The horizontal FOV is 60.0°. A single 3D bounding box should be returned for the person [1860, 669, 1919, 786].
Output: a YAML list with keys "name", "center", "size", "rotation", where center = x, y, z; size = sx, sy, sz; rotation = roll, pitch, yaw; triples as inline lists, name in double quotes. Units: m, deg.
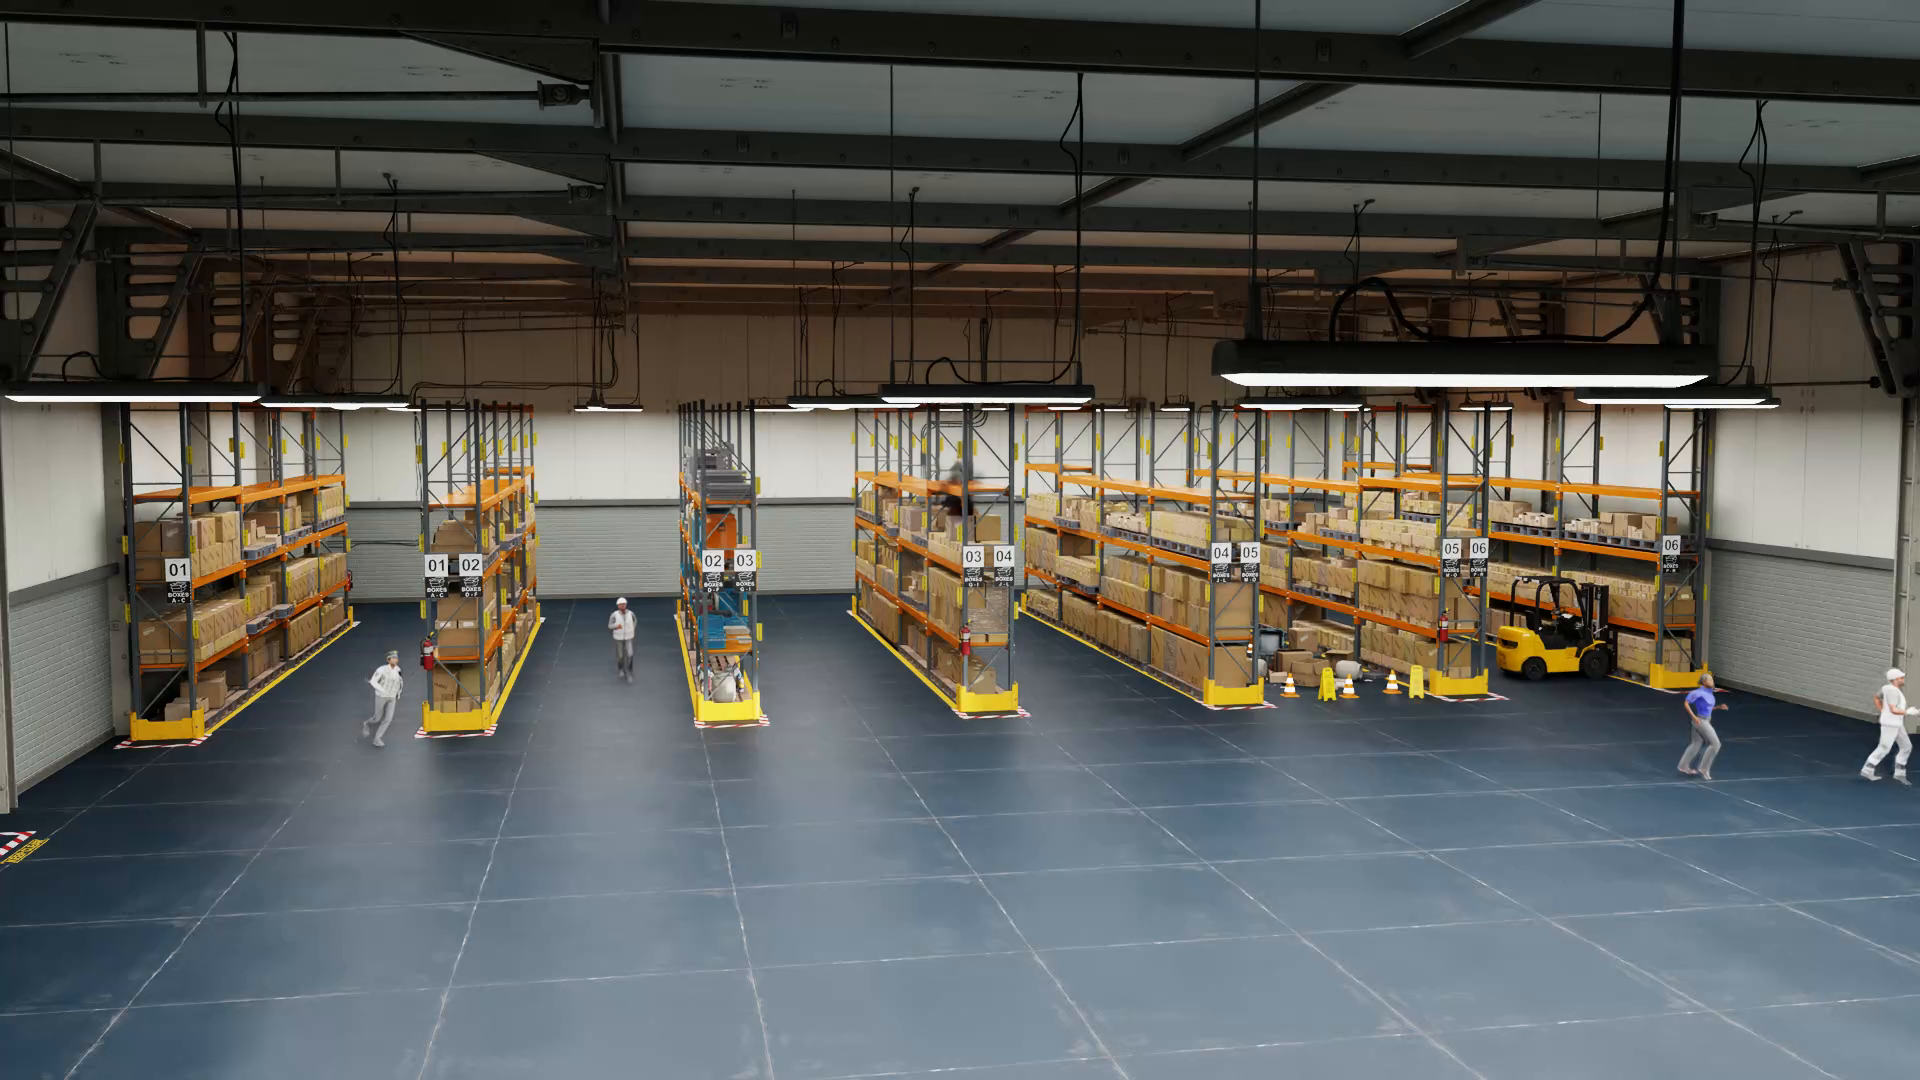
- name: "person"
  center: [14.372, 2.897, 25.657]
  size: [0.788, 1.836, 0.637]
  rotation: [3, 5, 34]

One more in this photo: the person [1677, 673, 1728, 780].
- name: "person"
  center: [11.708, 2.942, 26.205]
  size: [0.725, 1.708, 0.521]
  rotation: [3, 5, 33]

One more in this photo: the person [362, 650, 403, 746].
- name: "person"
  center: [-10.032, 2.730, 29.071]
  size: [0.650, 1.623, 0.721]
  rotation: [-4, 6, -45]

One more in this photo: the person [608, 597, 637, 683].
- name: "person"
  center: [-7.241, 2.064, 35.737]
  size: [0.643, 1.672, 0.801]
  rotation: [-1, 5, -18]
